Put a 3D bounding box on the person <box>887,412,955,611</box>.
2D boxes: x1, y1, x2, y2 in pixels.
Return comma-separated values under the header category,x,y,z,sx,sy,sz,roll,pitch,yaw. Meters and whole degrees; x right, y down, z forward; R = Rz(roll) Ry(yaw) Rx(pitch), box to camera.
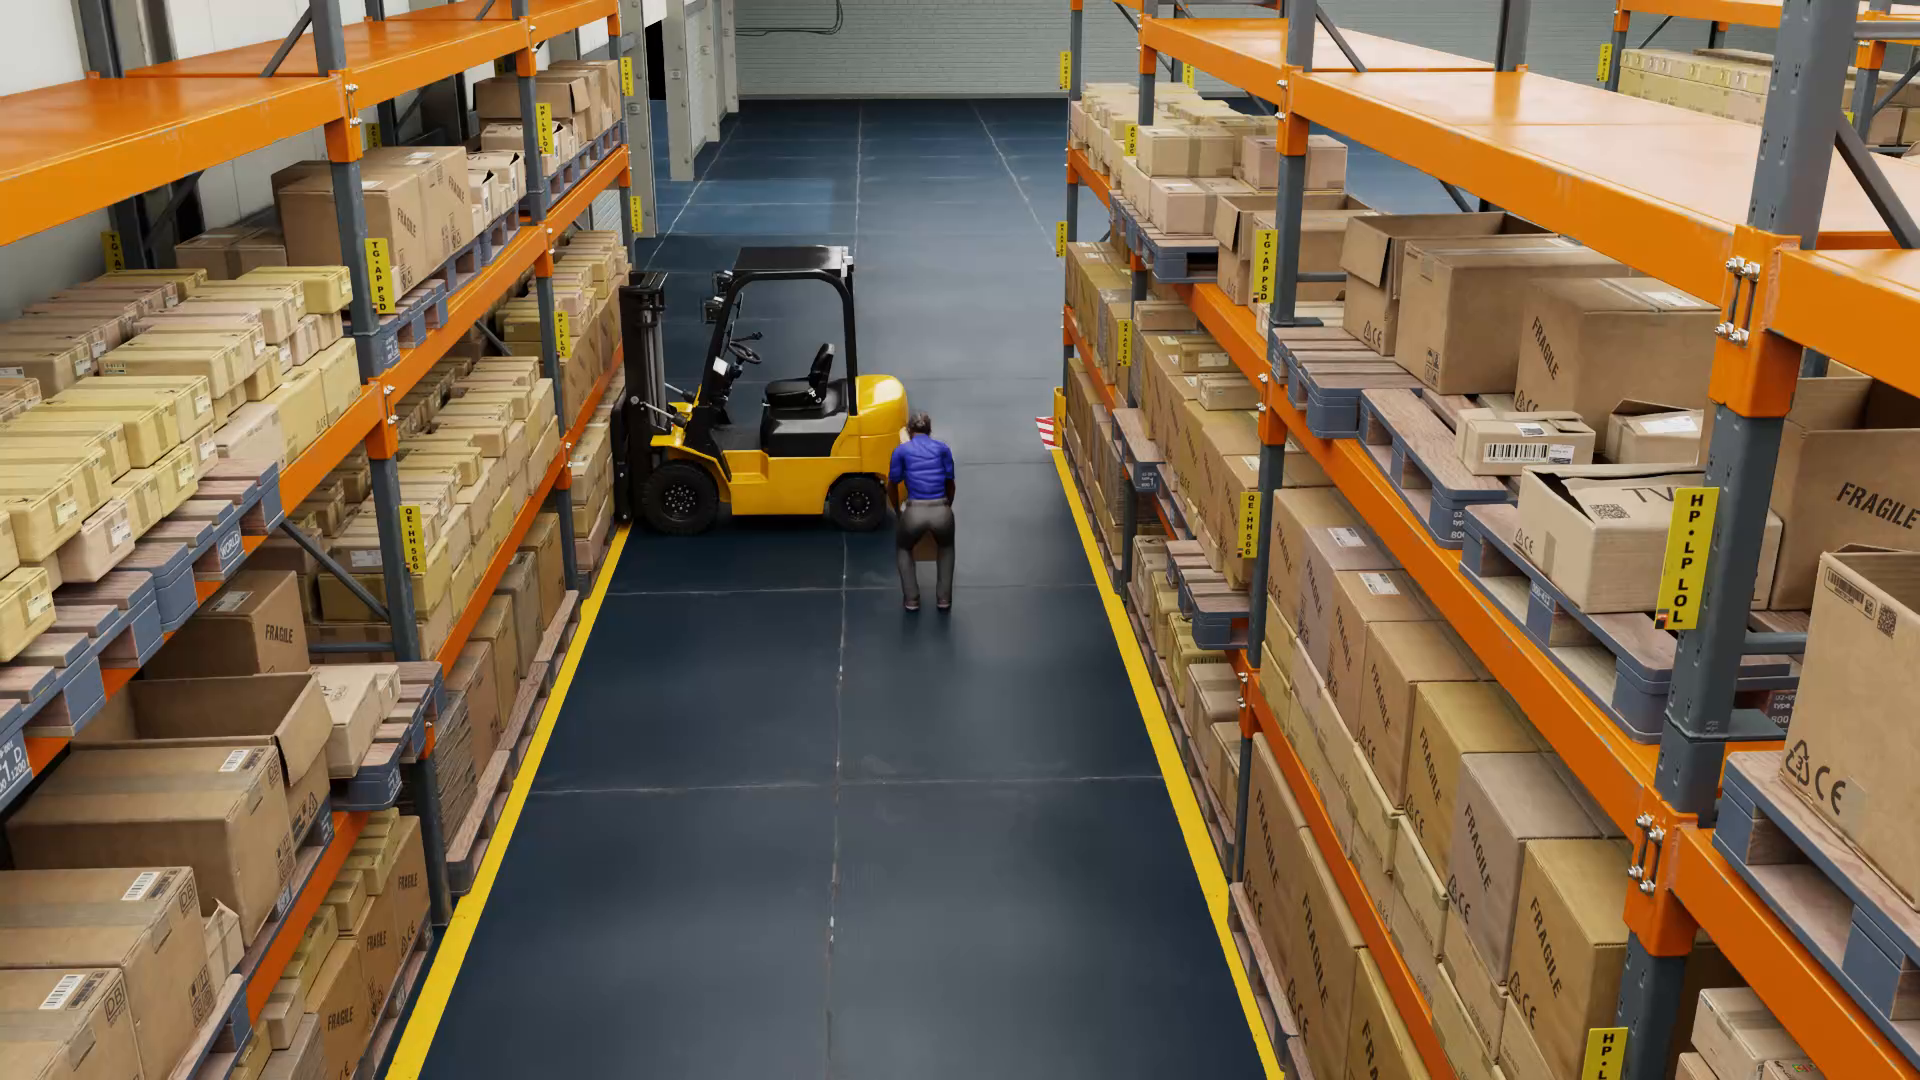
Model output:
category,x,y,z,sx,sy,sz,roll,pitch,yaw
person,-0.276,-0.185,11.976,0.495,1.391,0.616,-1,21,-3
